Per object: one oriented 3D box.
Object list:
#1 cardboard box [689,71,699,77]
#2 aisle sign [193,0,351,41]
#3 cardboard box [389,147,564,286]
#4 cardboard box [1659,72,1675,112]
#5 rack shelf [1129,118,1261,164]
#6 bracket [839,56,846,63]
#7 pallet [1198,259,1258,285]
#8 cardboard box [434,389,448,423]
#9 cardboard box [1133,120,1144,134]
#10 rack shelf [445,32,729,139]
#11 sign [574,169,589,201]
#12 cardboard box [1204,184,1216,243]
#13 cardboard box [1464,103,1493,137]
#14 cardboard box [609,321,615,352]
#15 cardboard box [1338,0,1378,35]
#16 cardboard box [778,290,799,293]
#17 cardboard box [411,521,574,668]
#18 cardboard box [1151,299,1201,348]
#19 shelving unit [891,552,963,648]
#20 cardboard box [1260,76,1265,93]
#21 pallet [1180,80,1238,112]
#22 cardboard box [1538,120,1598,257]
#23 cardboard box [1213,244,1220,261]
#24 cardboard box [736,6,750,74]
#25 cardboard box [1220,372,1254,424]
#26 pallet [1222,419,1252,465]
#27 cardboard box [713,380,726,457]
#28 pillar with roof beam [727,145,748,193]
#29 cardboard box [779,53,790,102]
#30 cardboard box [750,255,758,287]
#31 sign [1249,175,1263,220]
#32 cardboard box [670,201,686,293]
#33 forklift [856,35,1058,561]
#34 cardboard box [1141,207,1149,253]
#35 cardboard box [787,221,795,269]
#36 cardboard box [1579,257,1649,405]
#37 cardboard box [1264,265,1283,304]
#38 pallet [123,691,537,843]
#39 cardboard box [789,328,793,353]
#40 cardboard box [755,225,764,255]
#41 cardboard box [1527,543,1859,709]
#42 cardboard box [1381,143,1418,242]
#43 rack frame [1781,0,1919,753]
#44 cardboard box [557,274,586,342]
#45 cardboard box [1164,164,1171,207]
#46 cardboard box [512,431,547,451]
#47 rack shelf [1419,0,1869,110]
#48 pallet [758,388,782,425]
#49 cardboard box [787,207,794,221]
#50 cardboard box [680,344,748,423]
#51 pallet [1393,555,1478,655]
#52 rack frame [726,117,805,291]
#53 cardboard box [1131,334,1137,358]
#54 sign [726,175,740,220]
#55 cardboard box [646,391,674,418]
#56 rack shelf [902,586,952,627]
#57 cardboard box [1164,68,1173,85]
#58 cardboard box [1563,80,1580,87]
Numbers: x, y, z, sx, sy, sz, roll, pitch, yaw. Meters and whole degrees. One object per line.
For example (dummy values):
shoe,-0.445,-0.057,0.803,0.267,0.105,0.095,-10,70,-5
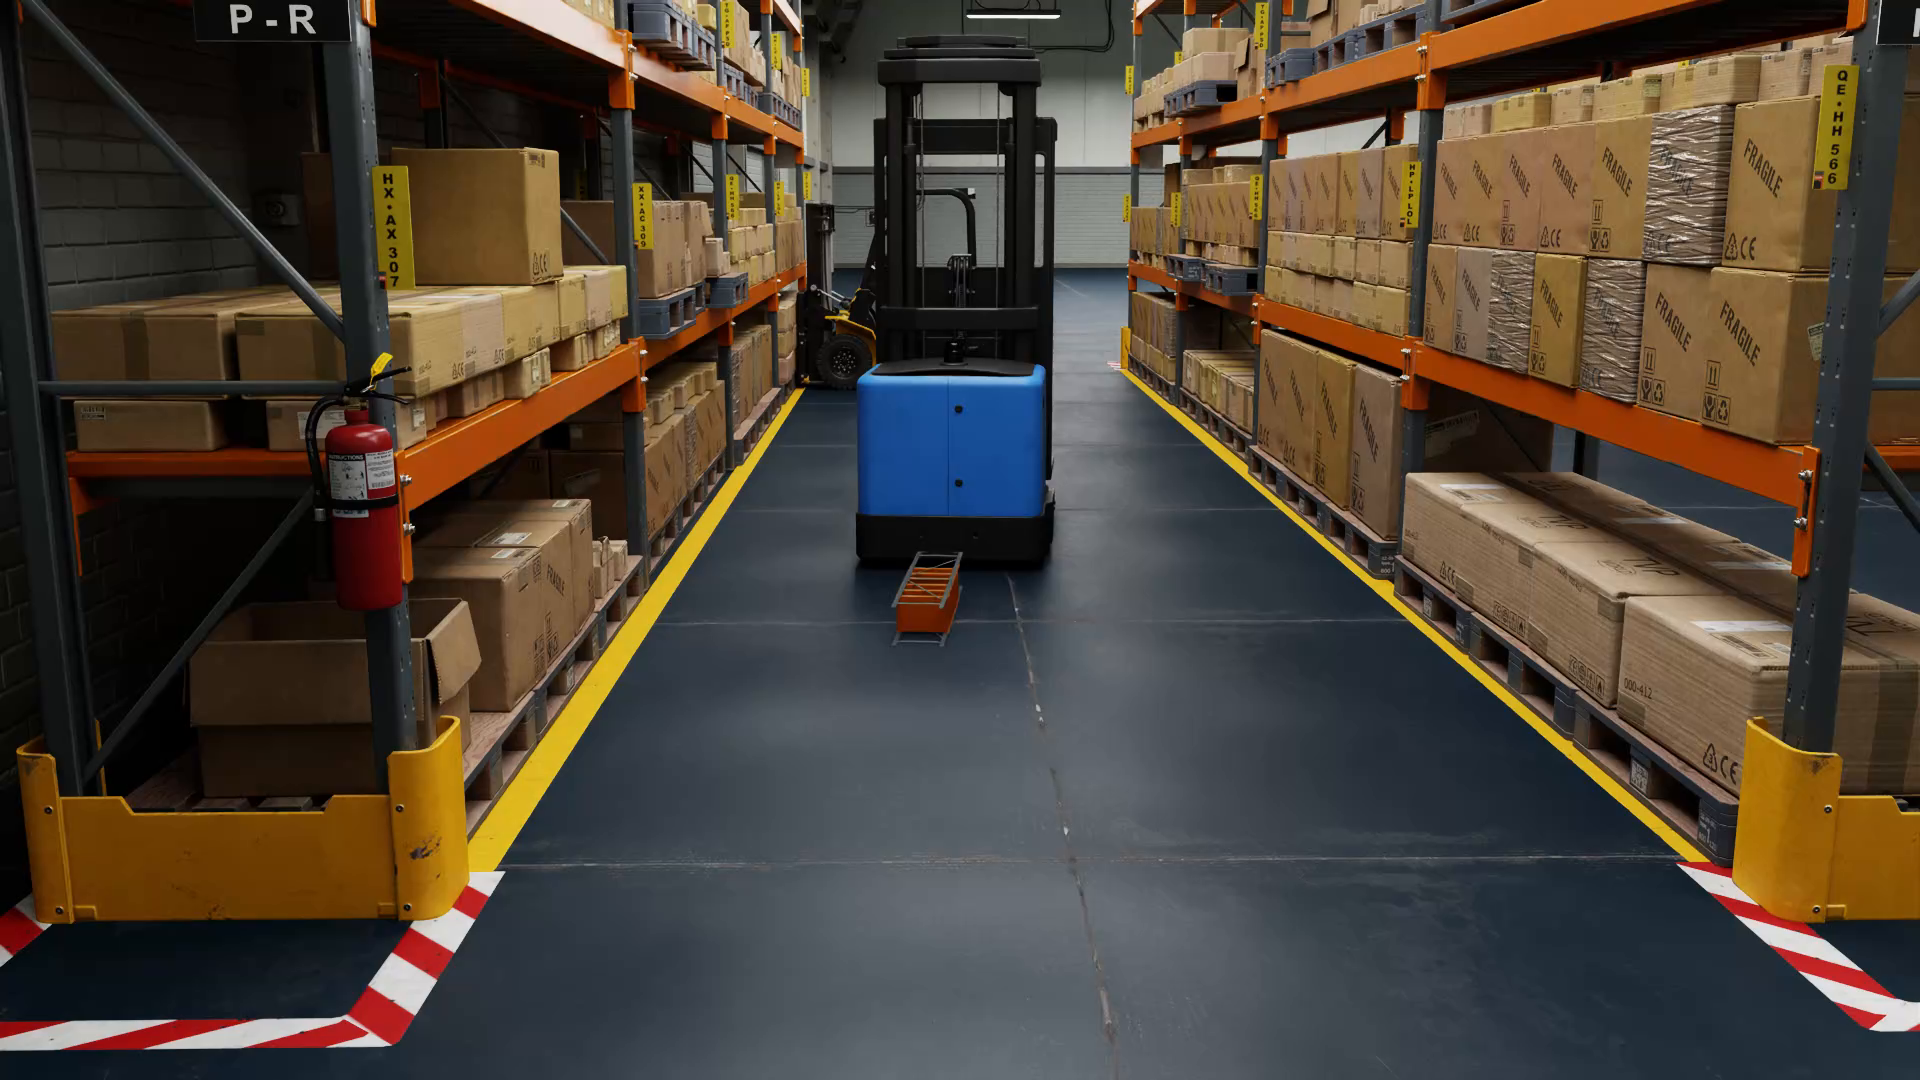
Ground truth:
cardboard box,-1.947,-3.091,10.586,0.500,0.250,0.500,0,11,-1
aisle sign,-1.762,-1.667,4.192,0.394,0.787,0.004,0,11,-1
cardboard box,-1.828,-1.234,6.342,0.500,0.500,0.500,0,11,0
cardboard box,2.680,-1.557,5.794,0.380,0.149,0.250,0,11,-2
rack shelf,2.616,-4.327,18.106,1.077,0.370,4.000,0,11,-1
bracket,-3.597,-14.666,50.664,0.235,0.232,0.430,0,11,-1
pallet,2.658,-2.316,14.412,1.003,0.211,1.213,0,11,-1
cardboard box,-1.881,-0.451,5.369,0.380,0.149,0.250,0,11,-2
cardboard box,2.257,-4.886,19.688,0.380,0.149,0.250,0,11,-1
rack shelf,-2.181,-2.715,10.163,1.077,0.370,4.000,0,11,-1
sign,-2.777,-2.560,12.220,0.100,0.325,0.005,0,11,-1
cardboard box,2.409,-2.818,14.348,0.500,0.500,0.500,-1,11,-3
cardboard box,2.591,-1.964,7.796,0.380,0.149,0.250,0,11,0
cardboard box,-1.854,-0.963,7.894,0.380,0.149,0.250,0,11,0
cardboard box,2.951,-3.545,11.138,0.700,0.500,0.500,-1,11,-4
cardboard box,-2.066,-2.844,19.876,0.500,0.250,0.500,0,11,1
cardboard box,-1.865,0.217,6.678,0.500,0.500,0.500,0,11,0
cardboard box,2.353,-2.356,18.103,0.500,0.500,0.500,0,11,2
shelving unit,-0.150,0.278,8.196,0.258,0.189,1.200,1,12,4
cardboard box,2.510,-3.475,12.729,0.380,0.149,0.250,0,11,-1
pallet,2.588,-3.860,14.471,1.213,0.211,1.003,0,11,-1
cardboard box,2.602,-1.362,6.463,0.500,0.500,0.500,0,11,-2
cardboard box,2.387,-2.471,14.270,0.380,0.149,0.250,-1,11,-3
cardboard box,-2.015,-4.116,13.702,0.500,0.500,0.500,0,11,0
cardboard box,2.715,-1.193,13.950,0.950,0.372,0.625,0,11,-2
pallet,2.725,-0.805,13.497,1.003,0.211,1.213,0,11,-1
cardboard box,-1.999,-0.893,12.147,0.500,0.500,0.500,0,11,0
pillar with roof beam,0.906,-7.594,24.858,9.100,9.000,0.400,0,11,-1
cardboard box,-2.240,-4.954,17.820,0.797,0.503,0.637,0,11,1
cardboard box,-2.019,-2.316,14.310,0.500,0.250,0.500,0,11,1
sign,2.198,-2.541,12.327,0.100,0.325,0.005,0,11,-1
cardboard box,-1.937,-1.655,9.365,0.700,0.500,0.500,0,11,-1
forklift,0.046,-1.560,10.377,1.130,2.935,3.031,1,11,4
cardboard box,2.333,-3.502,18.777,0.500,0.500,0.500,0,11,-2
cardboard box,-2.081,-3.233,18.199,0.500,0.500,0.500,0,11,-1
cardboard box,2.615,-0.772,6.069,0.500,0.500,0.500,0,11,0
cardboard box,2.499,-1.845,11.984,0.500,0.250,0.500,0,11,-2
pallet,-2.076,0.788,5.644,1.003,0.211,1.213,0,11,-1
cardboard box,-2.019,-2.091,17.425,0.500,0.250,0.500,0,11,-1
cardboard box,-2.017,-2.661,14.753,0.500,0.250,0.500,0,11,0
cardboard box,2.765,0.311,6.370,0.875,0.438,0.875,0,11,0
cardboard box,2.563,-1.848,8.858,0.500,0.500,0.500,0,11,1
rack frame,2.905,-0.426,4.615,1.000,3.000,0.127,0,11,-1
cardboard box,-1.863,-0.973,6.942,0.500,0.250,0.500,0,11,-2
cardboard box,2.804,-4.191,19.658,0.700,0.500,0.500,-1,11,-3
cardboard box,-2.436,-0.571,8.928,0.380,0.149,0.250,-1,11,-3
rack shelf,2.864,-1.941,6.348,1.077,0.370,4.000,0,11,-1
pallet,-2.251,-1.278,15.825,1.003,0.211,1.213,0,11,-1
cardboard box,-2.049,-3.630,18.524,0.380,0.149,0.250,0,11,-1
cardboard box,-2.243,-1.291,13.796,0.875,0.625,0.625,0,11,1
pallet,2.760,0.297,8.065,1.003,0.211,1.213,0,11,-1
rack frame,-2.388,-3.586,20.188,1.000,3.000,0.127,0,11,-1
cardboard box,2.315,-2.303,19.728,0.500,0.250,0.500,0,11,-2
sign,-1.680,-2.528,12.263,0.100,0.325,0.005,0,11,-1
cardboard box,-1.971,-0.831,10.208,0.380,0.149,0.250,0,11,1
rack shelf,-0.165,0.318,8.005,0.258,0.180,0.103,1,12,4
cardboard box,2.298,-4.766,17.088,0.380,0.149,0.250,0,11,1
cardboard box,7.287,-5.246,19.152,0.500,0.250,0.500,0,11,-2
